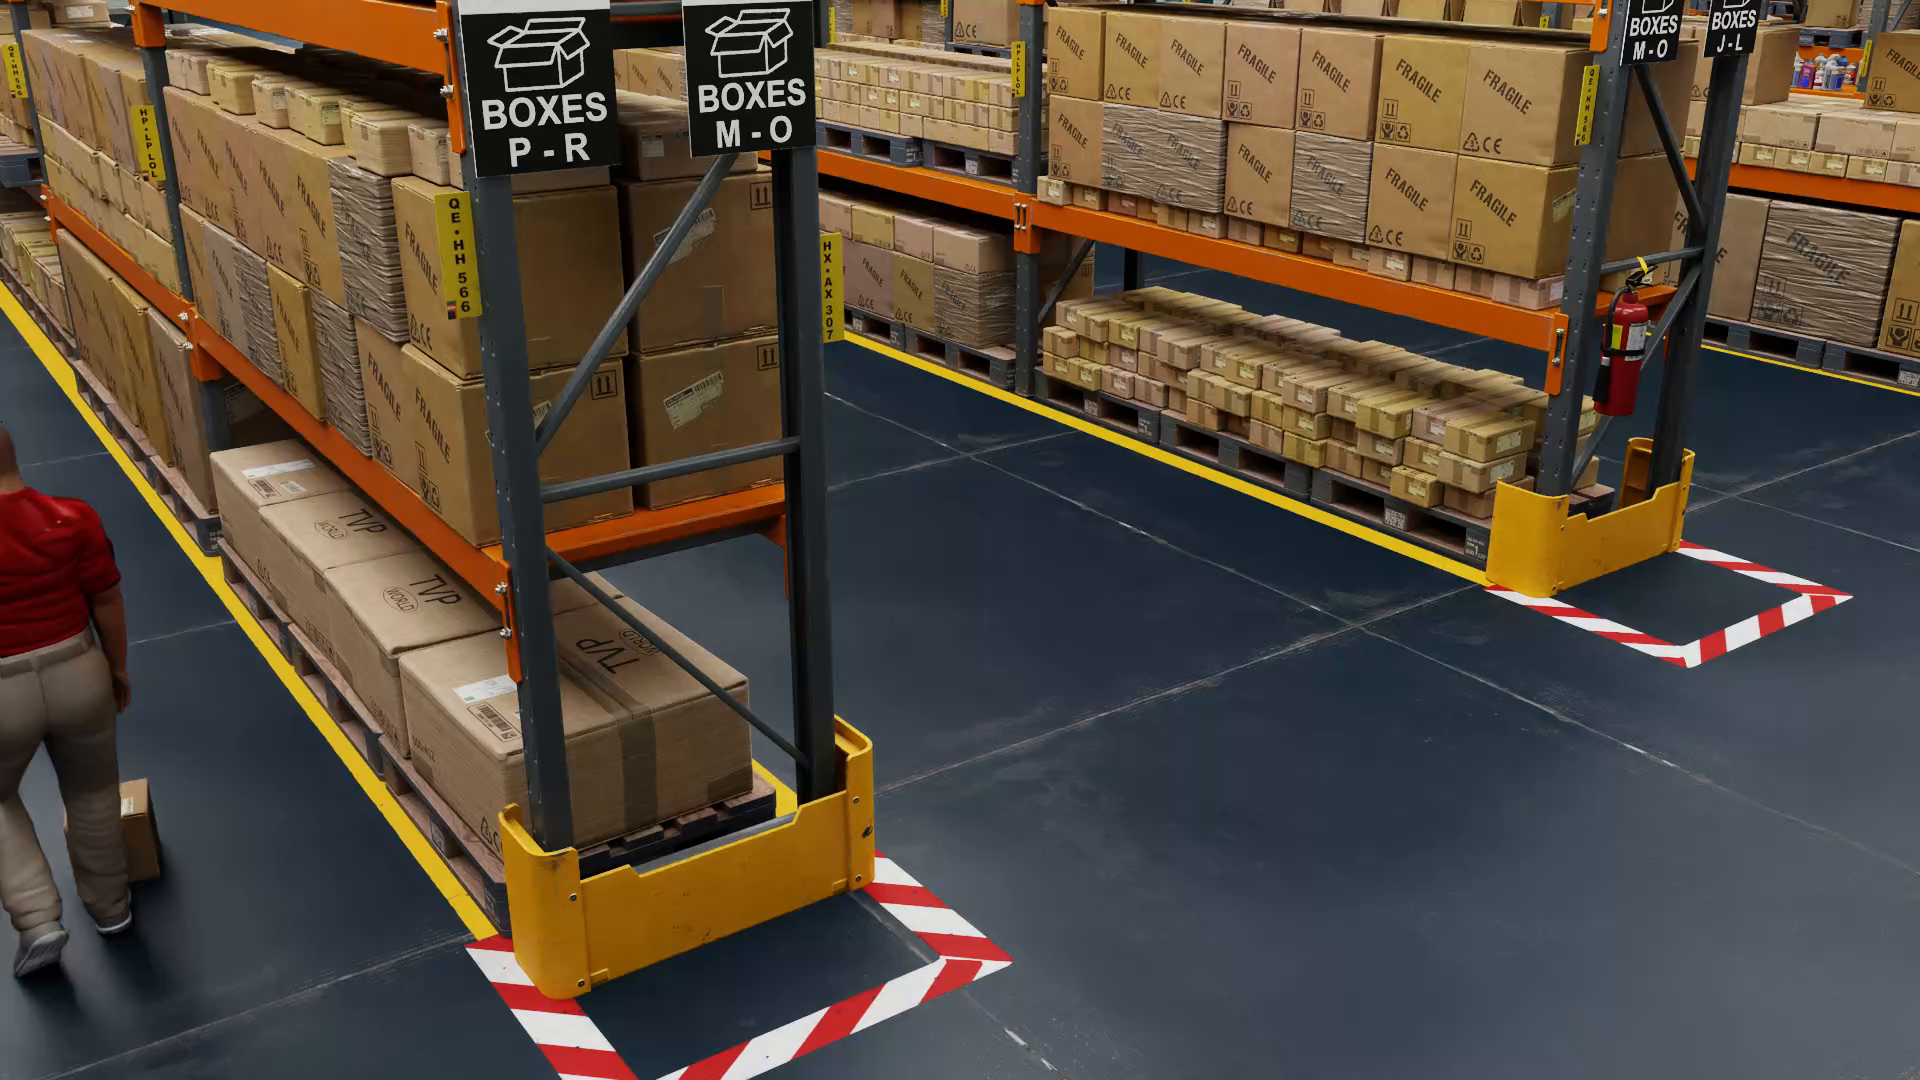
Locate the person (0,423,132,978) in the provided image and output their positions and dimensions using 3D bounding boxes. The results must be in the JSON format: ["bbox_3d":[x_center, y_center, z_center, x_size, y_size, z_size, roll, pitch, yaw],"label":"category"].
[{"bbox_3d":[-2.750,0.467,4.933,0.557,1.779,0.492,-17,27,-37],"label":"person"}]
